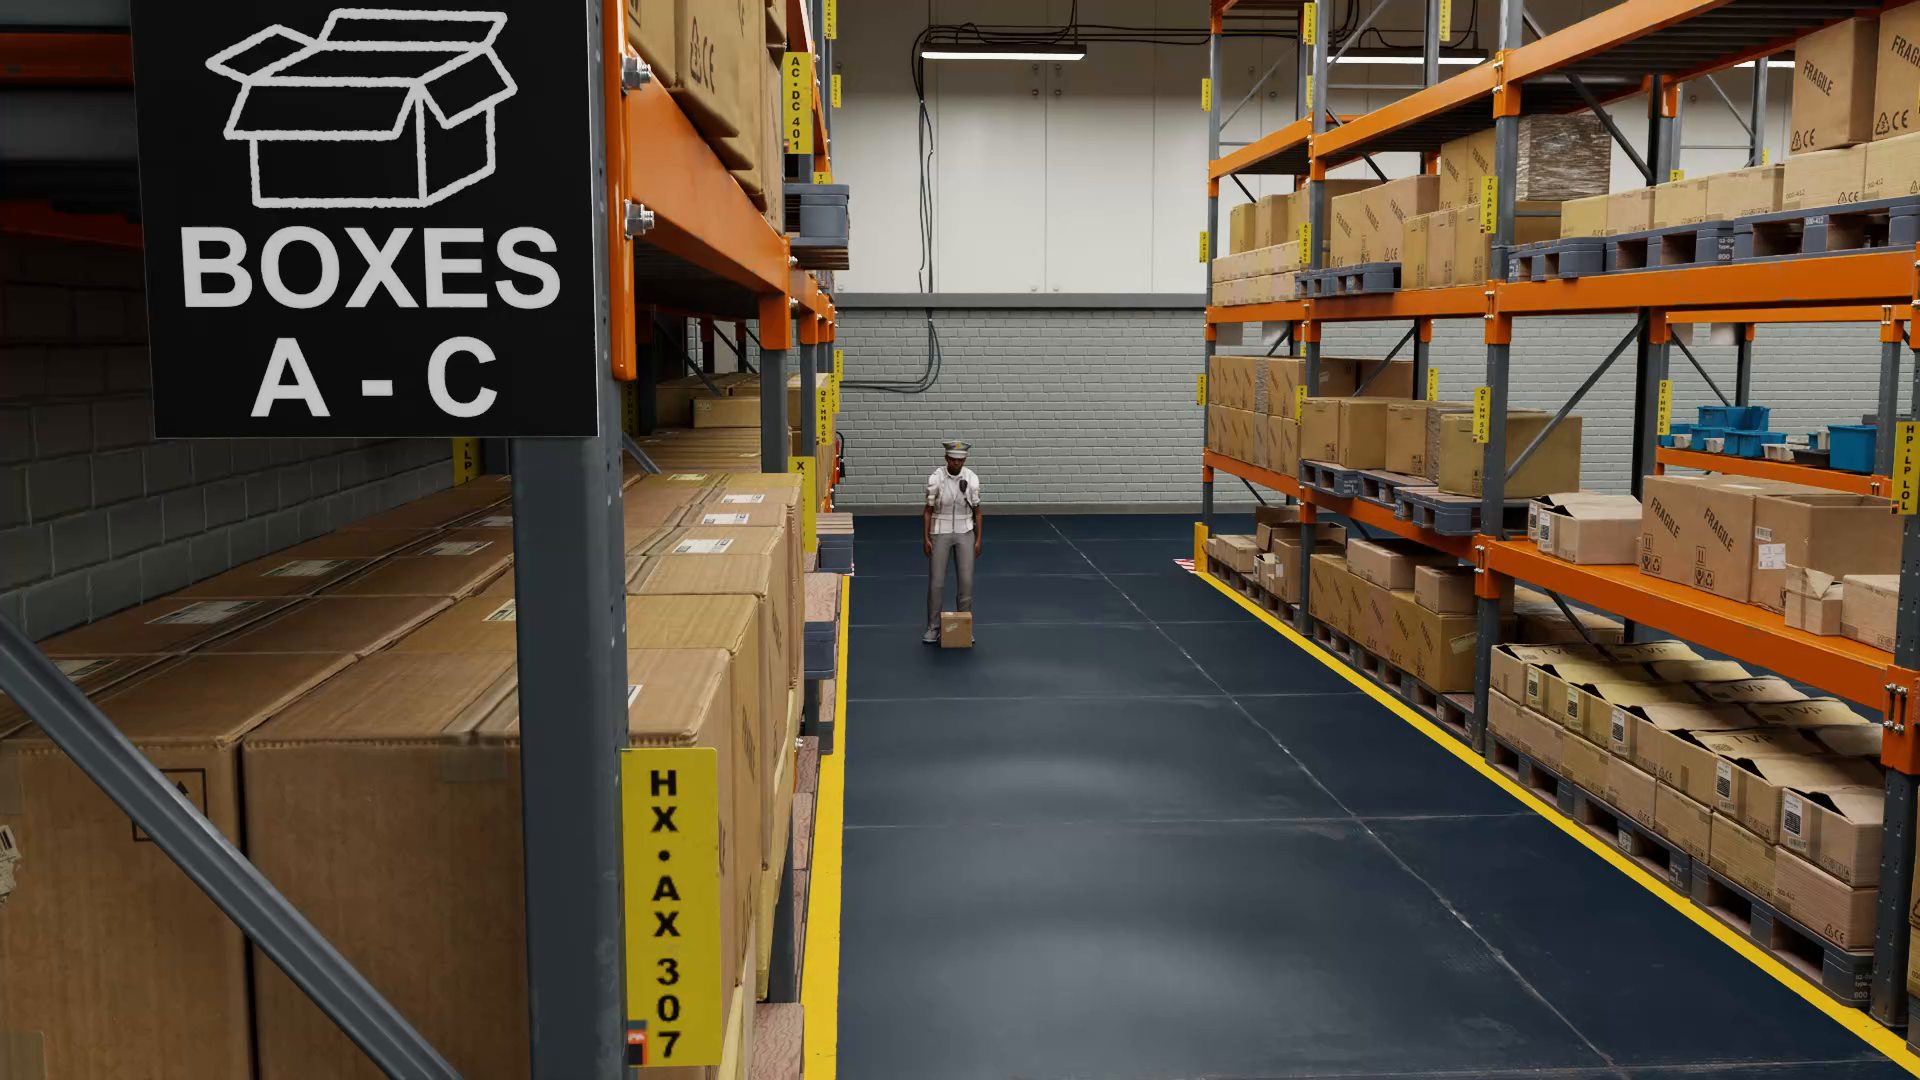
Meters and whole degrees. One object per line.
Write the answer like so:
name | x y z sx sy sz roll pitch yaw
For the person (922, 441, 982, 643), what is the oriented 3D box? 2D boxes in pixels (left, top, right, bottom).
person | -0.065 0.007 13.703 0.504 1.657 0.423 -1 7 -5
